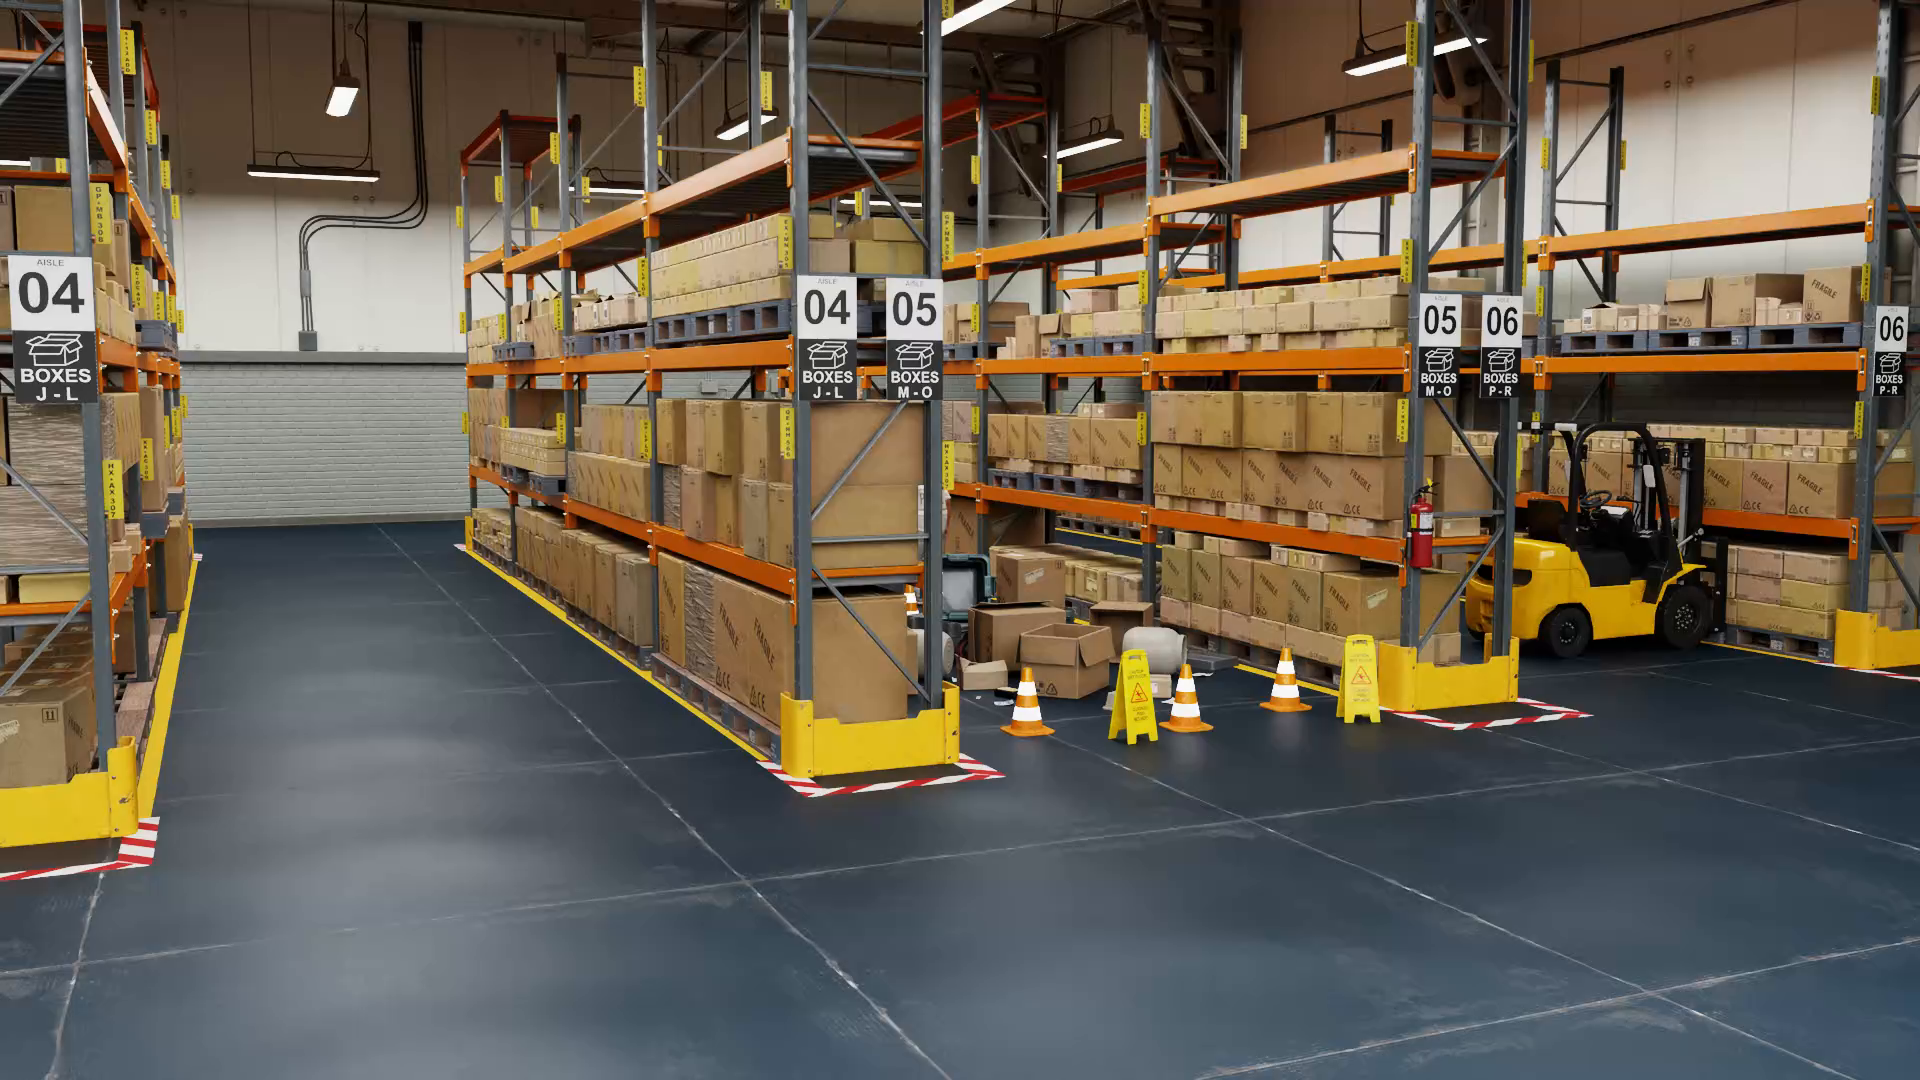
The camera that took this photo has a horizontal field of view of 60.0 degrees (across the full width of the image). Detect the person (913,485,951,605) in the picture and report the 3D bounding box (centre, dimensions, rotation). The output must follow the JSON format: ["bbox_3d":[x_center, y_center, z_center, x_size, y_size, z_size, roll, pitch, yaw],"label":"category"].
[{"bbox_3d":[-0.377,-0.136,19.019,0.586,1.748,0.439,-2,6,-23],"label":"person"}]
